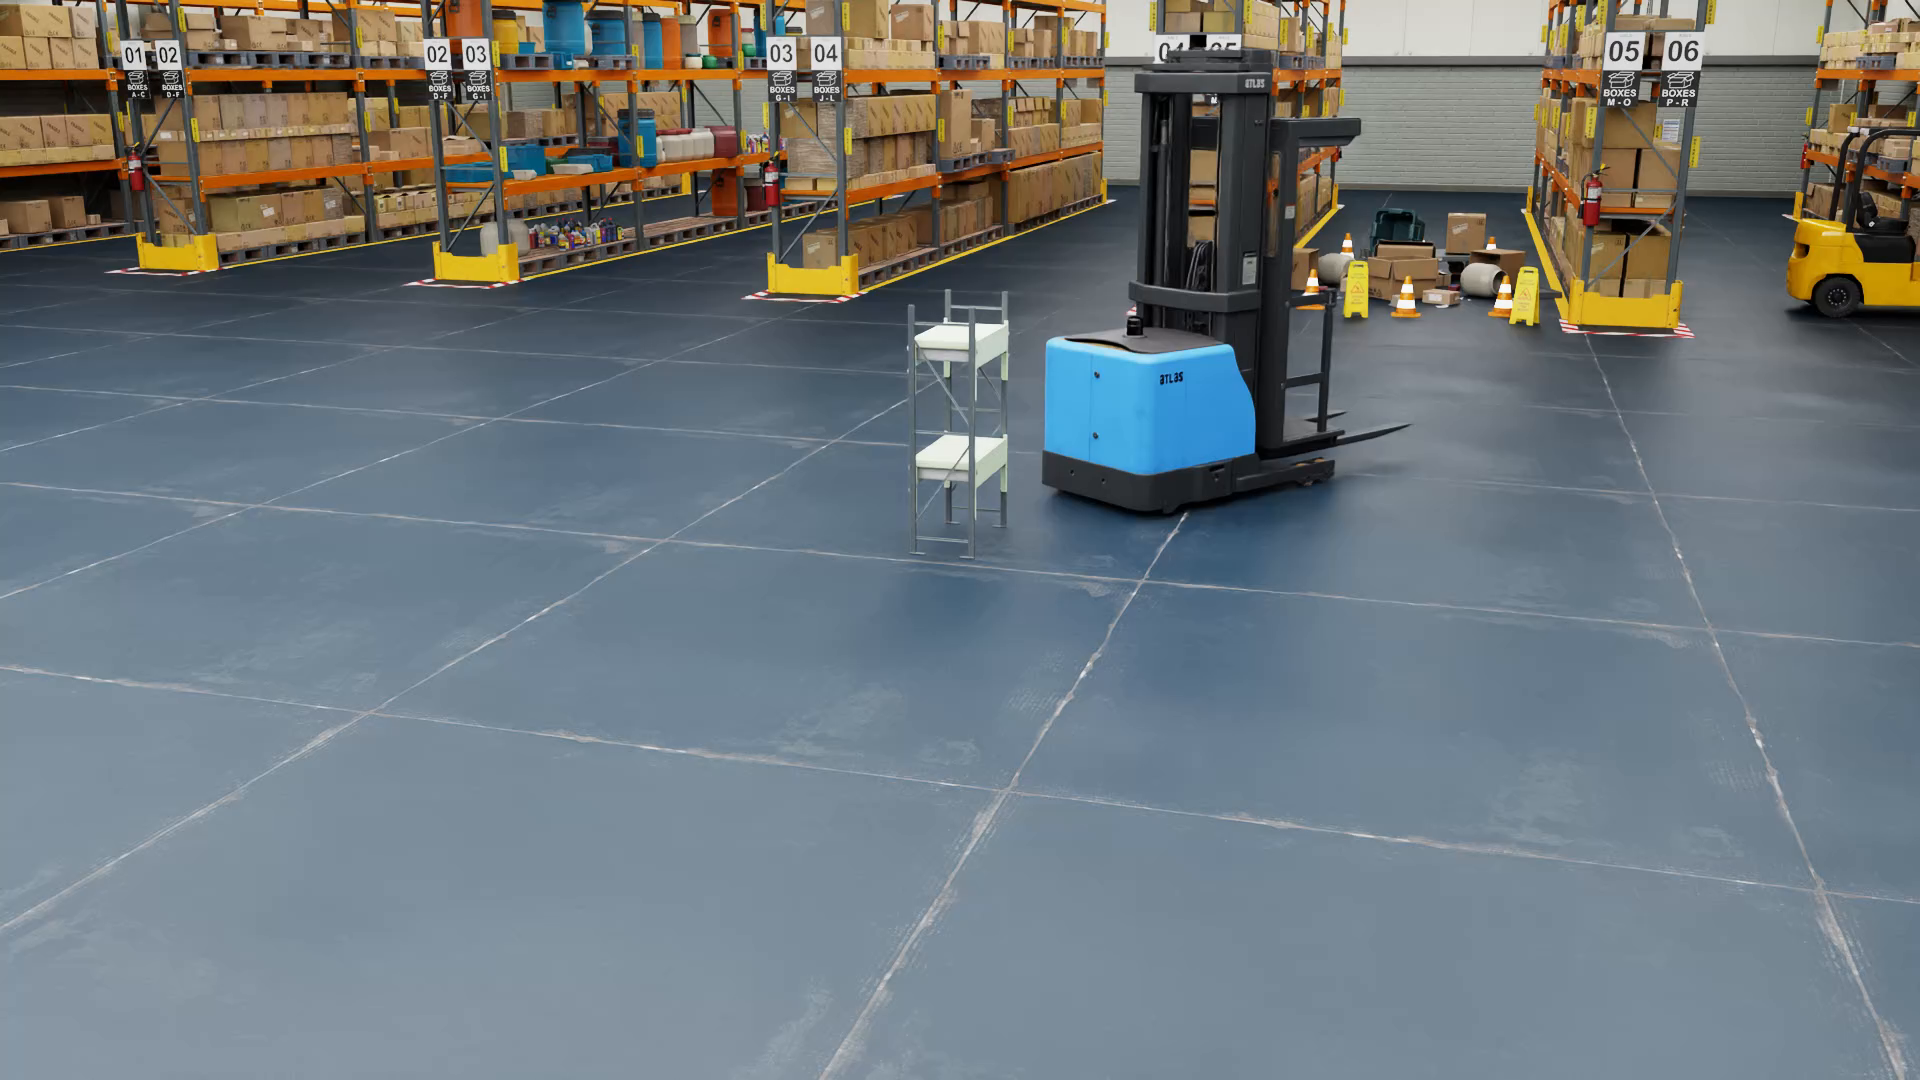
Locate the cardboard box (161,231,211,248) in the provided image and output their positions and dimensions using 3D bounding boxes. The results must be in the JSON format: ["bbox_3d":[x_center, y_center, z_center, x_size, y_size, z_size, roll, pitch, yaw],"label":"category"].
[{"bbox_3d":[-11.567,-4.479,24.891,0.500,0.250,0.500,5,16,16],"label":"cardboard box"}]

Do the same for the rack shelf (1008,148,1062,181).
[{"bbox_3d":[0.902,-6.937,30.608,1.077,0.370,4.000,5,16,16],"label":"rack shelf"}]

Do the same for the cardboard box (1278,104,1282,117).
[{"bbox_3d":[4.493,-6.361,25.242,0.700,0.500,0.500,4,16,15],"label":"cardboard box"}]

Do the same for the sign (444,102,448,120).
[{"bbox_3d":[-9.686,-8.088,31.369,0.100,0.325,0.005,5,16,16],"label":"sign"}]

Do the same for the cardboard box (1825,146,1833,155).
[{"bbox_3d":[16.044,-7.111,30.364,0.380,0.149,0.250,5,17,17],"label":"cardboard box"}]

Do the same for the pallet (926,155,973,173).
[{"bbox_3d":[-0.446,-5.810,25.667,1.003,0.211,1.213,5,16,16],"label":"pallet"}]

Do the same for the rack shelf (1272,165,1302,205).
[{"bbox_3d":[4.492,-5.479,25.469,1.077,0.370,4.000,5,16,16],"label":"rack shelf"}]

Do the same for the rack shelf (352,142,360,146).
[{"bbox_3d":[-13.345,-8.089,34.671,1.077,0.370,4.000,5,16,16],"label":"rack shelf"}]

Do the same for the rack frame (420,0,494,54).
[{"bbox_3d":[-6.688,-7.937,21.822,1.000,3.000,0.127,5,16,16],"label":"rack frame"}]

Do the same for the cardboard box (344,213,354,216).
[{"bbox_3d":[-10.460,-5.493,28.467,0.500,0.250,0.500,4,16,15],"label":"cardboard box"}]

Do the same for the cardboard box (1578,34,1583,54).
[{"bbox_3d":[9.557,-7.235,24.661,0.700,0.500,0.500,5,16,16],"label":"cardboard box"}]

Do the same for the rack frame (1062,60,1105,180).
[{"bbox_3d":[2.608,-8.853,36.044,1.000,3.000,0.127,5,16,16],"label":"rack frame"}]

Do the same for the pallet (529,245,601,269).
[{"bbox_3d":[-6.127,-4.263,24.973,1.003,0.211,1.213,5,16,16],"label":"pallet"}]

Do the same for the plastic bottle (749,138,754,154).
[{"bbox_3d":[-3.845,-7.258,30.637,0.061,0.283,0.133,5,16,16],"label":"plastic bottle"}]

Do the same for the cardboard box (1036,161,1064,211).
[{"bbox_3d":[1.308,-6.817,31.991,1.225,0.875,0.875,5,16,16],"label":"cardboard box"}]

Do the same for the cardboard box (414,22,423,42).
[{"bbox_3d":[-12.165,-11.240,36.912,0.500,0.500,0.500,4,16,15],"label":"cardboard box"}]

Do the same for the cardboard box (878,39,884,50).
[{"bbox_3d":[-1.237,-6.621,22.224,0.380,0.149,0.250,4,16,13],"label":"cardboard box"}]

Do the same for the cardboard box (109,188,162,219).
[{"bbox_3d":[-14.857,-6.069,30.003,0.700,0.500,0.500,5,17,18],"label":"cardboard box"}]

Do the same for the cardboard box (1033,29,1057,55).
[{"bbox_3d":[1.636,-9.757,32.599,0.700,0.500,0.500,4,16,13],"label":"cardboard box"}]

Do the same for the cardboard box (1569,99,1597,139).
[{"bbox_3d":[8.031,-5.258,20.808,0.700,0.500,0.500,4,16,15],"label":"cardboard box"}]

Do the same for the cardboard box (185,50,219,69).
[{"bbox_3d":[-14.371,-9.083,31.131,0.797,0.503,0.637,7,17,24],"label":"cardboard box"}]

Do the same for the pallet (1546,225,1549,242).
[{"bbox_3d":[10.480,-5.168,28.165,1.003,0.211,1.213,5,16,16],"label":"pallet"}]

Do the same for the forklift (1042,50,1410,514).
[{"bbox_3d":[2.028,-1.885,11.604,3.031,2.935,1.130,-12,20,-37],"label":"forklift"}]

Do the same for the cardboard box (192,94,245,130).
[{"bbox_3d":[-11.132,-6.381,24.770,0.700,0.500,0.500,4,16,14],"label":"cardboard box"}]

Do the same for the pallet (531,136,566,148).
[{"bbox_3d":[-8.615,-7.946,33.198,1.003,0.211,1.213,5,16,16],"label":"pallet"}]

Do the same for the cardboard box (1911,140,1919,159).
[{"bbox_3d":[14.211,-5.681,24.219,0.500,0.250,0.500,5,16,16],"label":"cardboard box"}]

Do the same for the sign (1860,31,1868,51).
[{"bbox_3d":[15.210,-8.386,27.953,0.100,0.325,0.005,5,16,16],"label":"sign"}]

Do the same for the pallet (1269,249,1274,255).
[{"bbox_3d":[4.071,-4.169,24.639,1.003,0.211,1.213,5,16,16],"label":"pallet"}]

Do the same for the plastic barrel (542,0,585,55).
[{"bbox_3d":[-5.937,-7.732,24.906,0.600,0.901,0.708,5,16,16],"label":"plastic barrel"}]

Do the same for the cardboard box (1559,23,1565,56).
[{"bbox_3d":[9.935,-7.958,26.441,0.700,0.500,0.500,4,16,13],"label":"cardboard box"}]

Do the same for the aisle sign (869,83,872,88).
[{"bbox_3d":[-1.840,-10.484,37.030,0.394,0.787,0.004,5,16,16],"label":"aisle sign"}]

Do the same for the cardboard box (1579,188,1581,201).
[{"bbox_3d":[7.566,-4.102,19.755,0.380,0.149,0.250,5,17,17],"label":"cardboard box"}]

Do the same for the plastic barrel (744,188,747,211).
[{"bbox_3d":[-4.217,-6.433,31.303,0.421,0.512,0.421,0,16,0],"label":"plastic barrel"}]

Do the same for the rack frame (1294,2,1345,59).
[{"bbox_3d":[7.334,-11.328,33.776,1.000,3.000,0.127,5,16,16],"label":"rack frame"}]

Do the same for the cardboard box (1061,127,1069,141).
[{"bbox_3d":[1.855,-7.980,32.696,0.500,0.250,0.500,4,16,15],"label":"cardboard box"}]

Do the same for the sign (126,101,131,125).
[{"bbox_3d":[-11.952,-6.153,23.969,0.100,0.325,0.005,5,16,16],"label":"sign"}]

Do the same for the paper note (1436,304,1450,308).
[{"bbox_3d":[5.922,-2.872,20.398,0.148,0.019,0.142,-1,16,-3],"label":"paper note"}]

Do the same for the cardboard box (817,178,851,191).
[{"bbox_3d":[-1.630,-4.602,21.518,0.380,0.149,0.250,5,16,16],"label":"cardboard box"}]

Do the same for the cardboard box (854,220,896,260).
[{"bbox_3d":[-1.211,-4.292,23.777,0.500,0.500,0.500,3,16,11],"label":"cardboard box"}]

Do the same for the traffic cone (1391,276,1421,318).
[{"bbox_3d":[5.287,-2.888,19.662,0.336,0.463,0.334,5,16,16],"label":"traffic cone"}]

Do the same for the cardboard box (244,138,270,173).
[{"bbox_3d":[-11.000,-5.873,25.353,0.700,0.500,0.500,5,17,16],"label":"cardboard box"}]

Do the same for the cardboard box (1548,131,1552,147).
[{"bbox_3d":[10.145,-6.712,27.855,0.500,0.250,0.500,4,16,14],"label":"cardboard box"}]

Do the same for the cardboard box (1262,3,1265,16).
[{"bbox_3d":[3.622,-6.674,20.911,0.380,0.149,0.250,5,17,17],"label":"cardboard box"}]

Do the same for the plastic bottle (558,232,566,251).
[{"bbox_3d":[-5.874,-4.400,24.540,0.097,0.271,0.097,0,16,0],"label":"plastic bottle"}]

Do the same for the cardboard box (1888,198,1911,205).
[{"bbox_3d":[14.777,-5.273,26.044,0.380,0.149,0.250,5,17,18],"label":"cardboard box"}]

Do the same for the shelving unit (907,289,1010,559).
[{"bbox_3d":[-0.002,-0.720,10.119,0.431,1.500,0.755,5,16,16],"label":"shelving unit"}]

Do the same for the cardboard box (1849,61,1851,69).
[{"bbox_3d":[15.887,-8.358,29.263,0.380,0.149,0.250,5,17,18],"label":"cardboard box"}]

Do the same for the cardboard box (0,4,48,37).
[{"bbox_3d":[-15.216,-8.414,26.947,0.500,0.500,0.500,4,16,14],"label":"cardboard box"}]

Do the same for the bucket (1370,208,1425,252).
[{"bbox_3d":[6.096,-4.244,23.010,0.726,0.611,0.620,11,9,35],"label":"bucket"}]

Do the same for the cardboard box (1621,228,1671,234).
[{"bbox_3d":[8.207,-3.471,19.966,0.500,0.500,0.500,4,16,14],"label":"cardboard box"}]

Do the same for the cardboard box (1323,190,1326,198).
[{"bbox_3d":[7.035,-6.843,32.867,0.380,0.149,0.250,5,17,16],"label":"cardboard box"}]

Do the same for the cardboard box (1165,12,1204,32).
[{"bbox_3d":[2.659,-6.170,19.864,0.500,0.250,0.500,5,17,17],"label":"cardboard box"}]

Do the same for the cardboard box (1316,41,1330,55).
[{"bbox_3d":[6.564,-9.114,30.827,0.500,0.250,0.500,5,17,18],"label":"cardboard box"}]

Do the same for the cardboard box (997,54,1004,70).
[{"bbox_3d":[0.434,-7.987,27.771,0.500,0.250,0.500,5,16,16],"label":"cardboard box"}]
